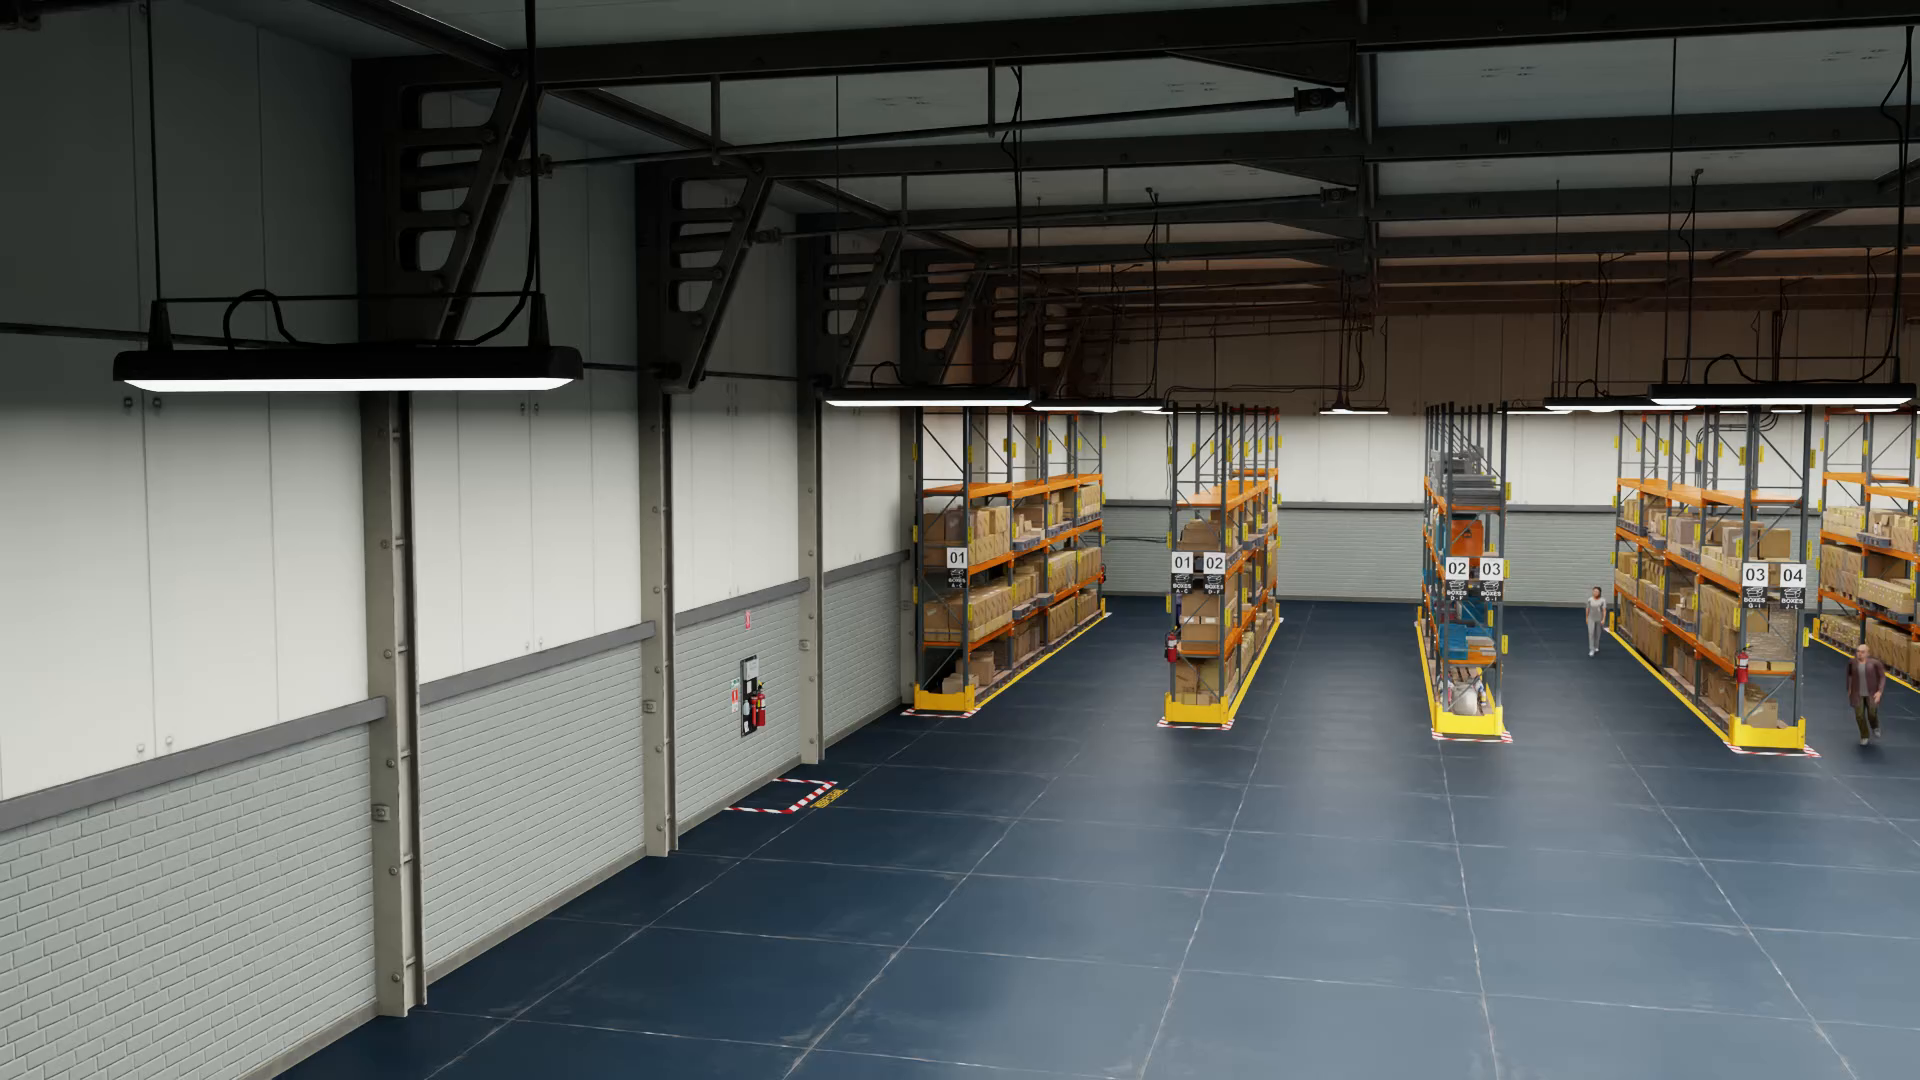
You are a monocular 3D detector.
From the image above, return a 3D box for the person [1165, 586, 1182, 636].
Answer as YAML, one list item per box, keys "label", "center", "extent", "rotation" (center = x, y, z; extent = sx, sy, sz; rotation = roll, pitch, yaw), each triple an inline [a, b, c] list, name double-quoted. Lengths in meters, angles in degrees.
- label: "person"
  center: [5.698, 1.742, 43.366]
  extent: [0.635, 1.562, 0.748]
  rotation: [2, 5, 24]

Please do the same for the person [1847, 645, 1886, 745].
- label: "person"
  center: [15.914, 2.695, 29.214]
  extent: [0.624, 1.758, 0.674]
  rotation: [3, 5, 33]

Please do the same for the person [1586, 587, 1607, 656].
- label: "person"
  center: [15.333, 1.934, 40.067]
  extent: [0.448, 1.627, 1.000]
  rotation: [1, 4, 15]
